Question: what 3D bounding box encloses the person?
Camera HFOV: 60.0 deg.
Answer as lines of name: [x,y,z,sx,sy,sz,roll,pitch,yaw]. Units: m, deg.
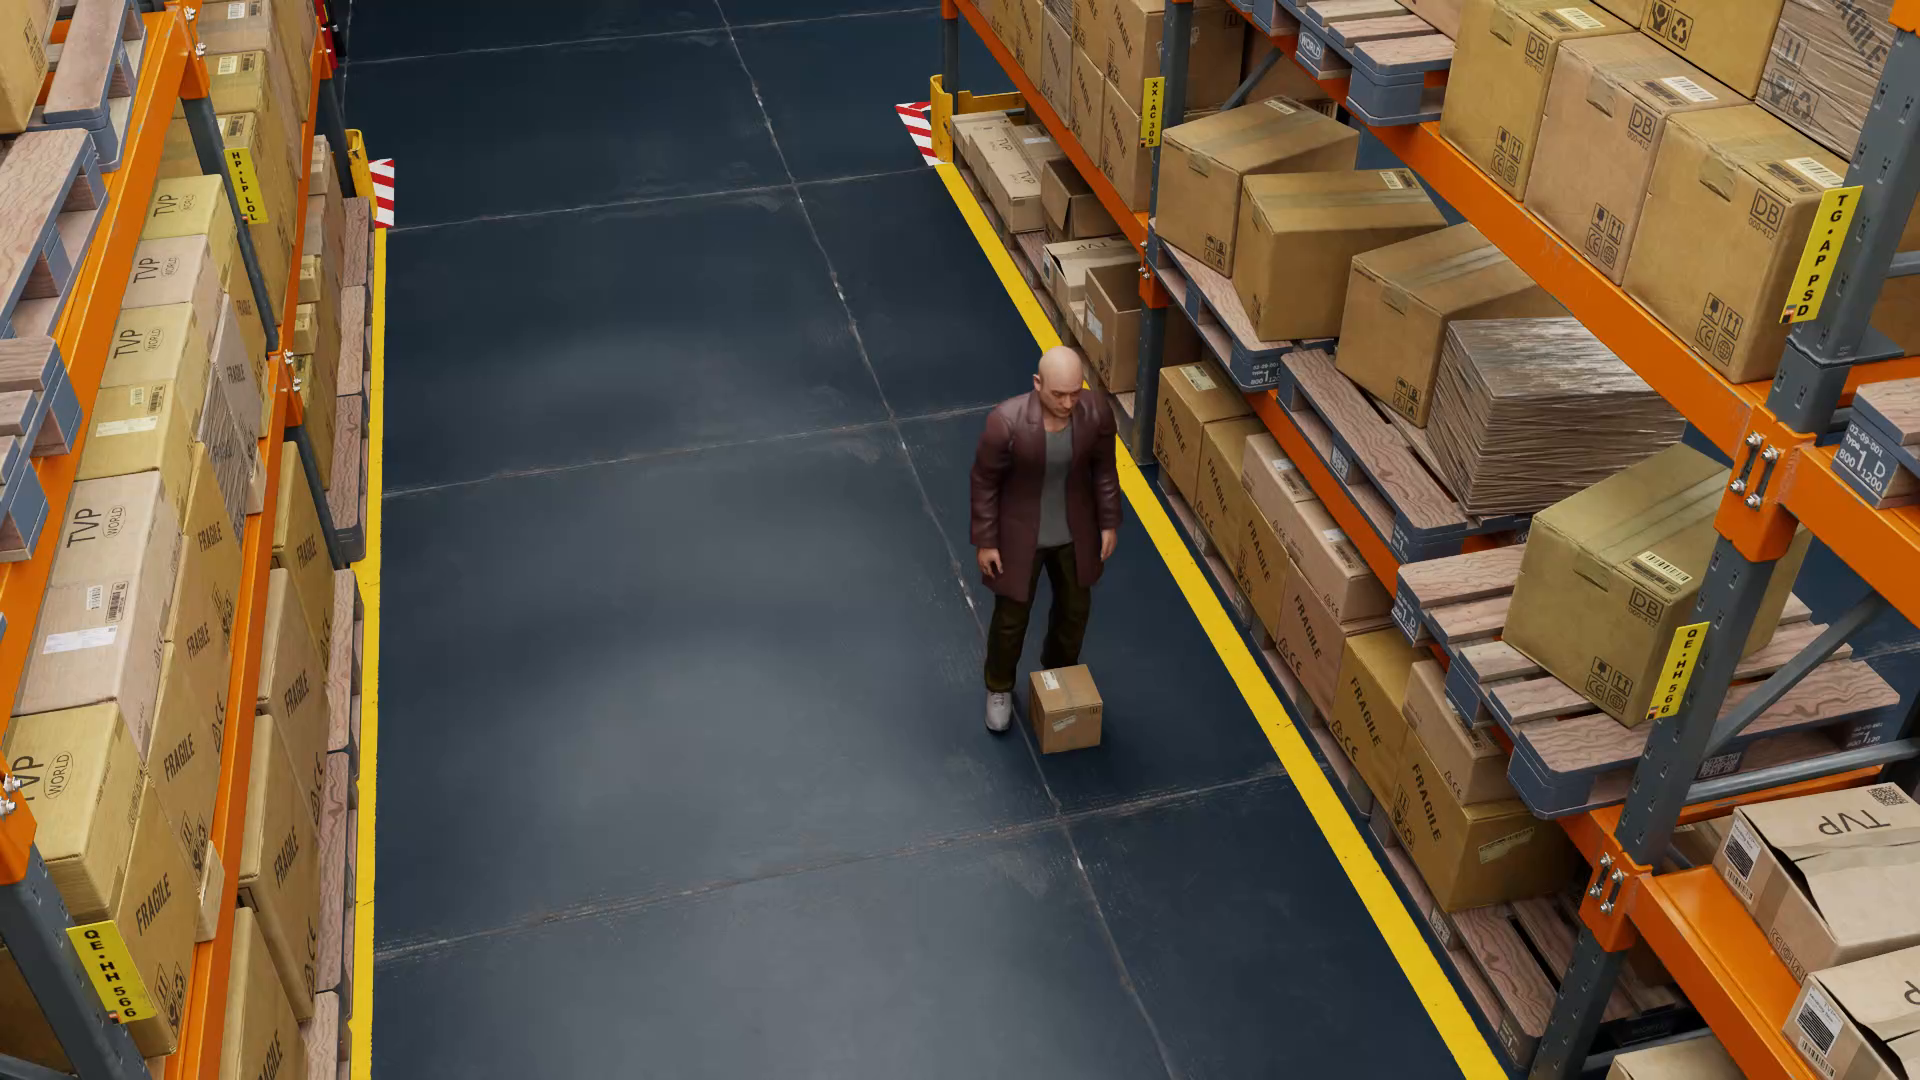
person: [0.350,0.047,6.817,0.644,1.590,0.427,-9,39,-12]
